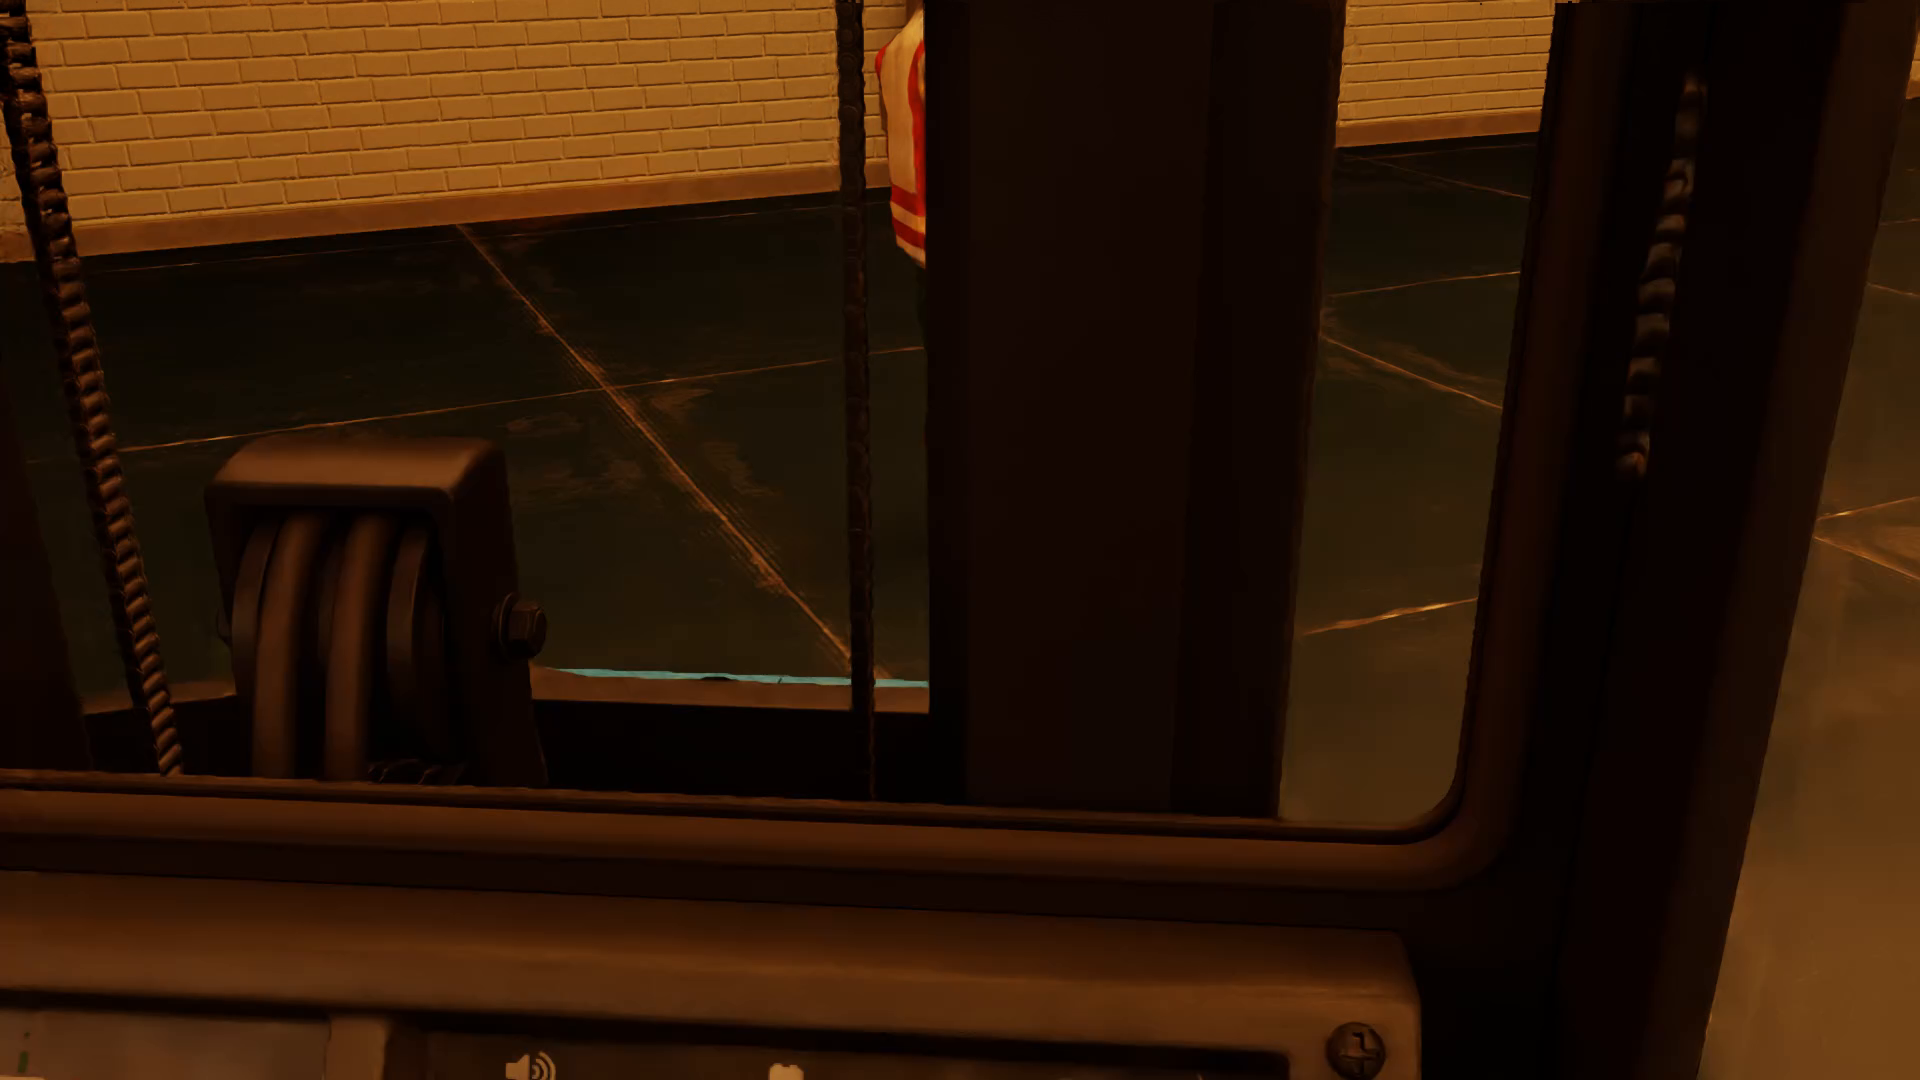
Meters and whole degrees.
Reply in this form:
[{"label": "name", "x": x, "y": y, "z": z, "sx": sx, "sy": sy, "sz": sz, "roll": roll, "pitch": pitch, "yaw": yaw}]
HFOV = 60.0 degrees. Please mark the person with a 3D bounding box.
[{"label": "person", "x": 0.078, "y": -0.842, "z": 4.781, "sx": 0.564, "sy": 1.787, "sz": 0.637, "roll": -10, "pitch": 25, "yaw": -23}]
